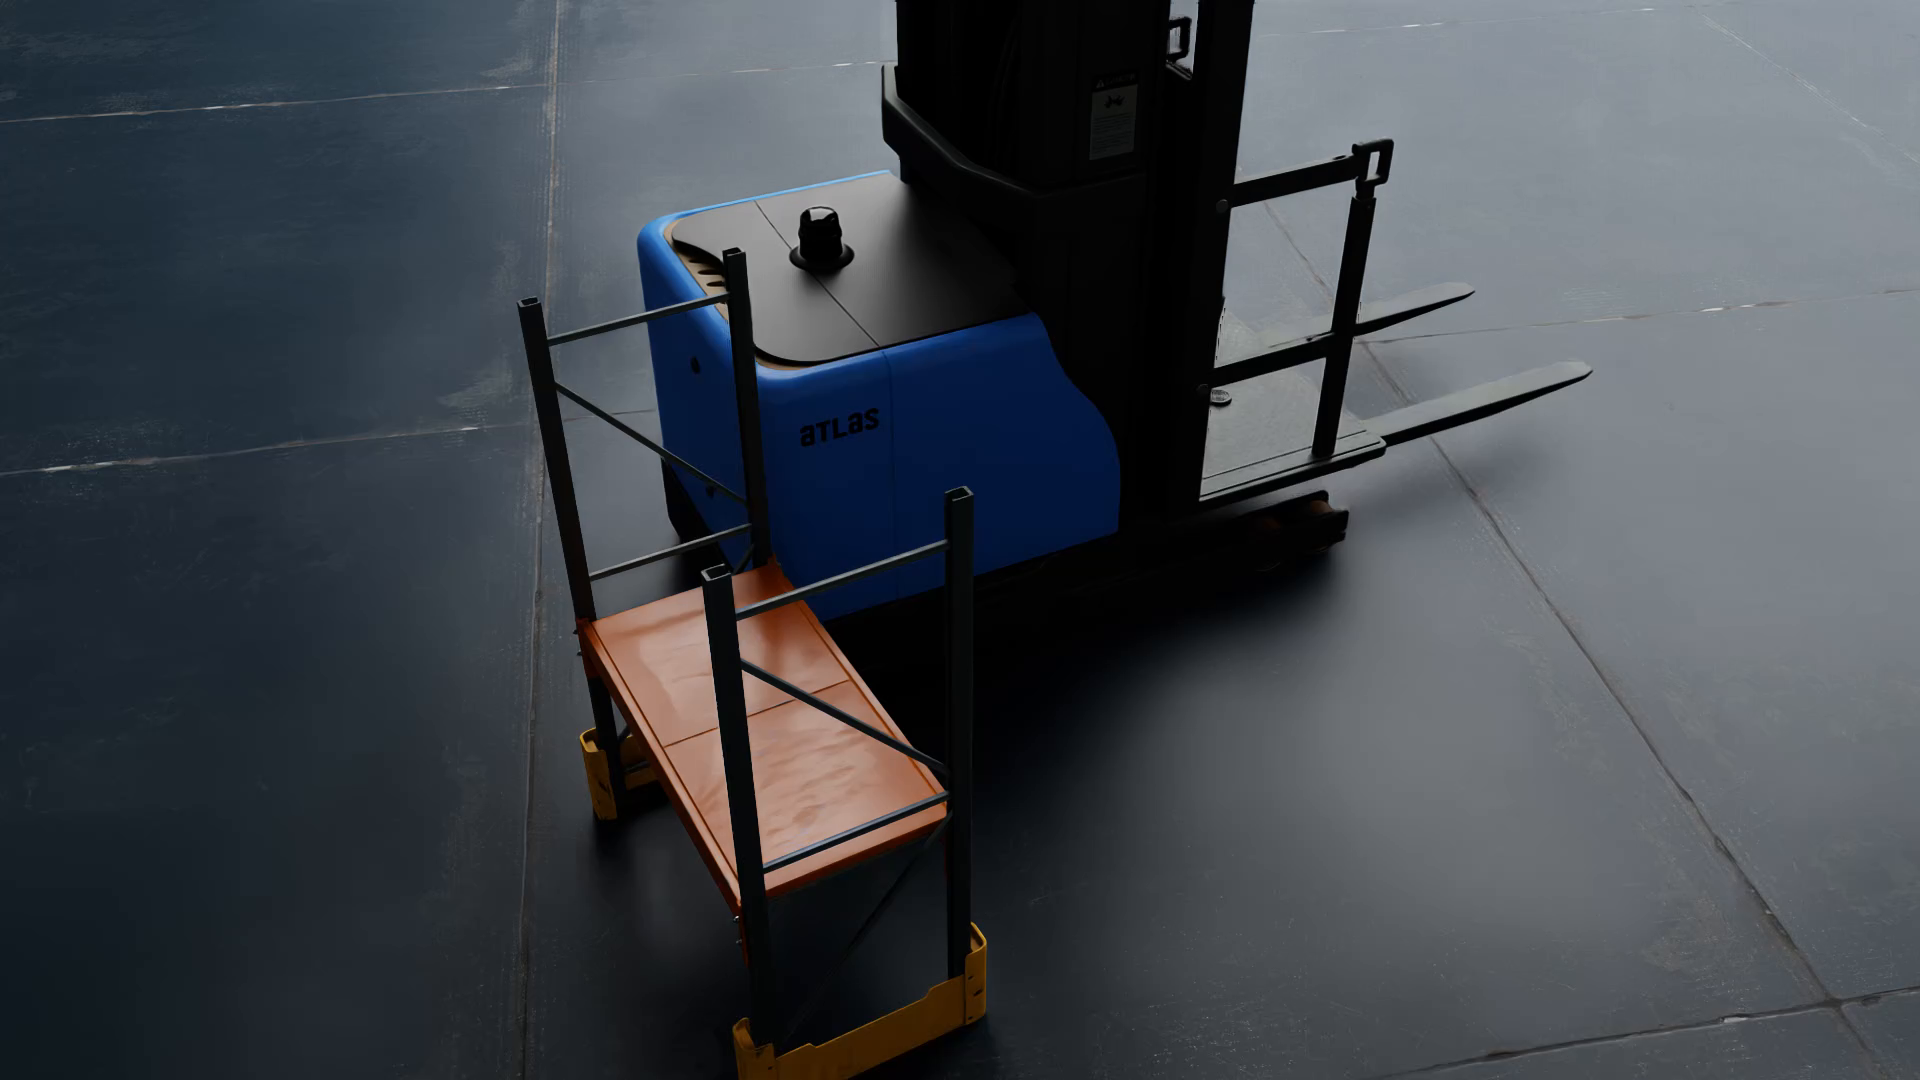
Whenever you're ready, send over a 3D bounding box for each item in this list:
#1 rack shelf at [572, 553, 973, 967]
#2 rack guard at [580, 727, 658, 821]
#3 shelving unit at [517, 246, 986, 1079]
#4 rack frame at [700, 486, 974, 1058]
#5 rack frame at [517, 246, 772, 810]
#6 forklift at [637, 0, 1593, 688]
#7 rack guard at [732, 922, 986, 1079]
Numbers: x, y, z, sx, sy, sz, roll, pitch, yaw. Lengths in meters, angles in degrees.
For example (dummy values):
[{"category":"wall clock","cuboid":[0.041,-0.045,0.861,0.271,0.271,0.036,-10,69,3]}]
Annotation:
[{"category":"rack shelf","cuboid":[-0.447,0.447,3.746,0.538,0.185,1.000,-19,42,-22]},{"category":"rack guard","cuboid":[-0.691,0.526,4.370,0.587,0.250,0.087,-19,42,-22]},{"category":"shelving unit","cuboid":[-0.451,0.300,3.642,0.587,1.500,1.083,-19,42,-22]},{"category":"rack frame","cuboid":[-0.202,0.578,3.284,0.500,1.500,0.032,-19,42,-22]},{"category":"rack frame","cuboid":[-0.692,0.032,3.987,0.500,1.500,0.032,-19,42,-22]},{"category":"forklift","cuboid":[0.637,-1.336,4.580,3.031,2.935,1.130,-17,41,-20]},{"category":"rack guard","cuboid":[-0.211,1.061,3.680,0.587,0.250,0.087,-19,42,-22]}]
